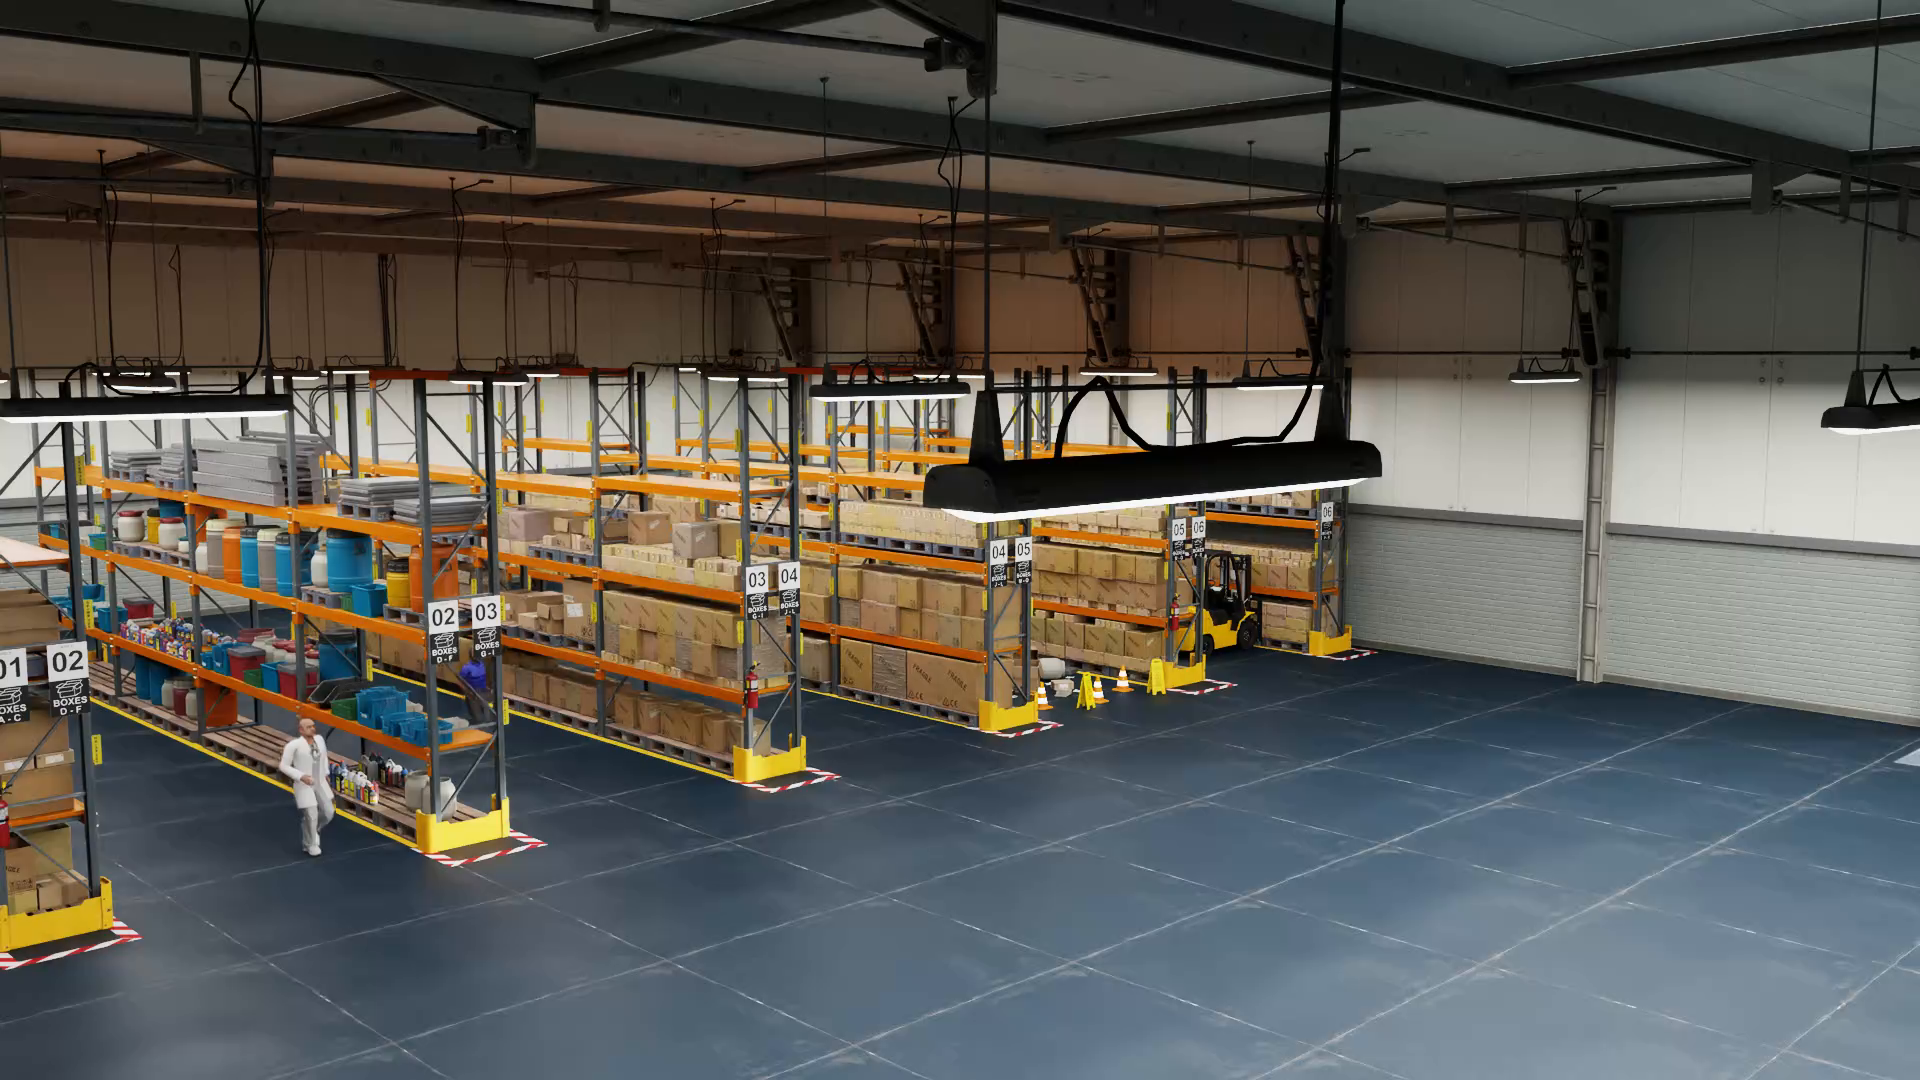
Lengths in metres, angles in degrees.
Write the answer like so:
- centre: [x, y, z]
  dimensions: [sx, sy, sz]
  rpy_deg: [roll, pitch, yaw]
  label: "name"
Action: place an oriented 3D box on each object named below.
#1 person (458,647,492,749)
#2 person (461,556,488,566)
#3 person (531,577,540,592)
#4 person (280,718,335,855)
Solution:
- centre: [-7.816, 2.525, 26.784]
  dimensions: [0.668, 1.628, 0.584]
  rpy_deg: [5, 8, 35]
  label: "person"
- centre: [-11.533, 1.029, 39.327]
  dimensions: [0.764, 1.806, 0.886]
  rpy_deg: [2, 7, 16]
  label: "person"
- centre: [-10.443, 0.898, 40.937]
  dimensions: [0.703, 1.618, 0.641]
  rpy_deg: [0, 6, 4]
  label: "person"
- centre: [-8.196, 3.105, 20.953]
  dimensions: [0.630, 1.743, 0.716]
  rpy_deg: [5, 8, 36]
  label: "person"
